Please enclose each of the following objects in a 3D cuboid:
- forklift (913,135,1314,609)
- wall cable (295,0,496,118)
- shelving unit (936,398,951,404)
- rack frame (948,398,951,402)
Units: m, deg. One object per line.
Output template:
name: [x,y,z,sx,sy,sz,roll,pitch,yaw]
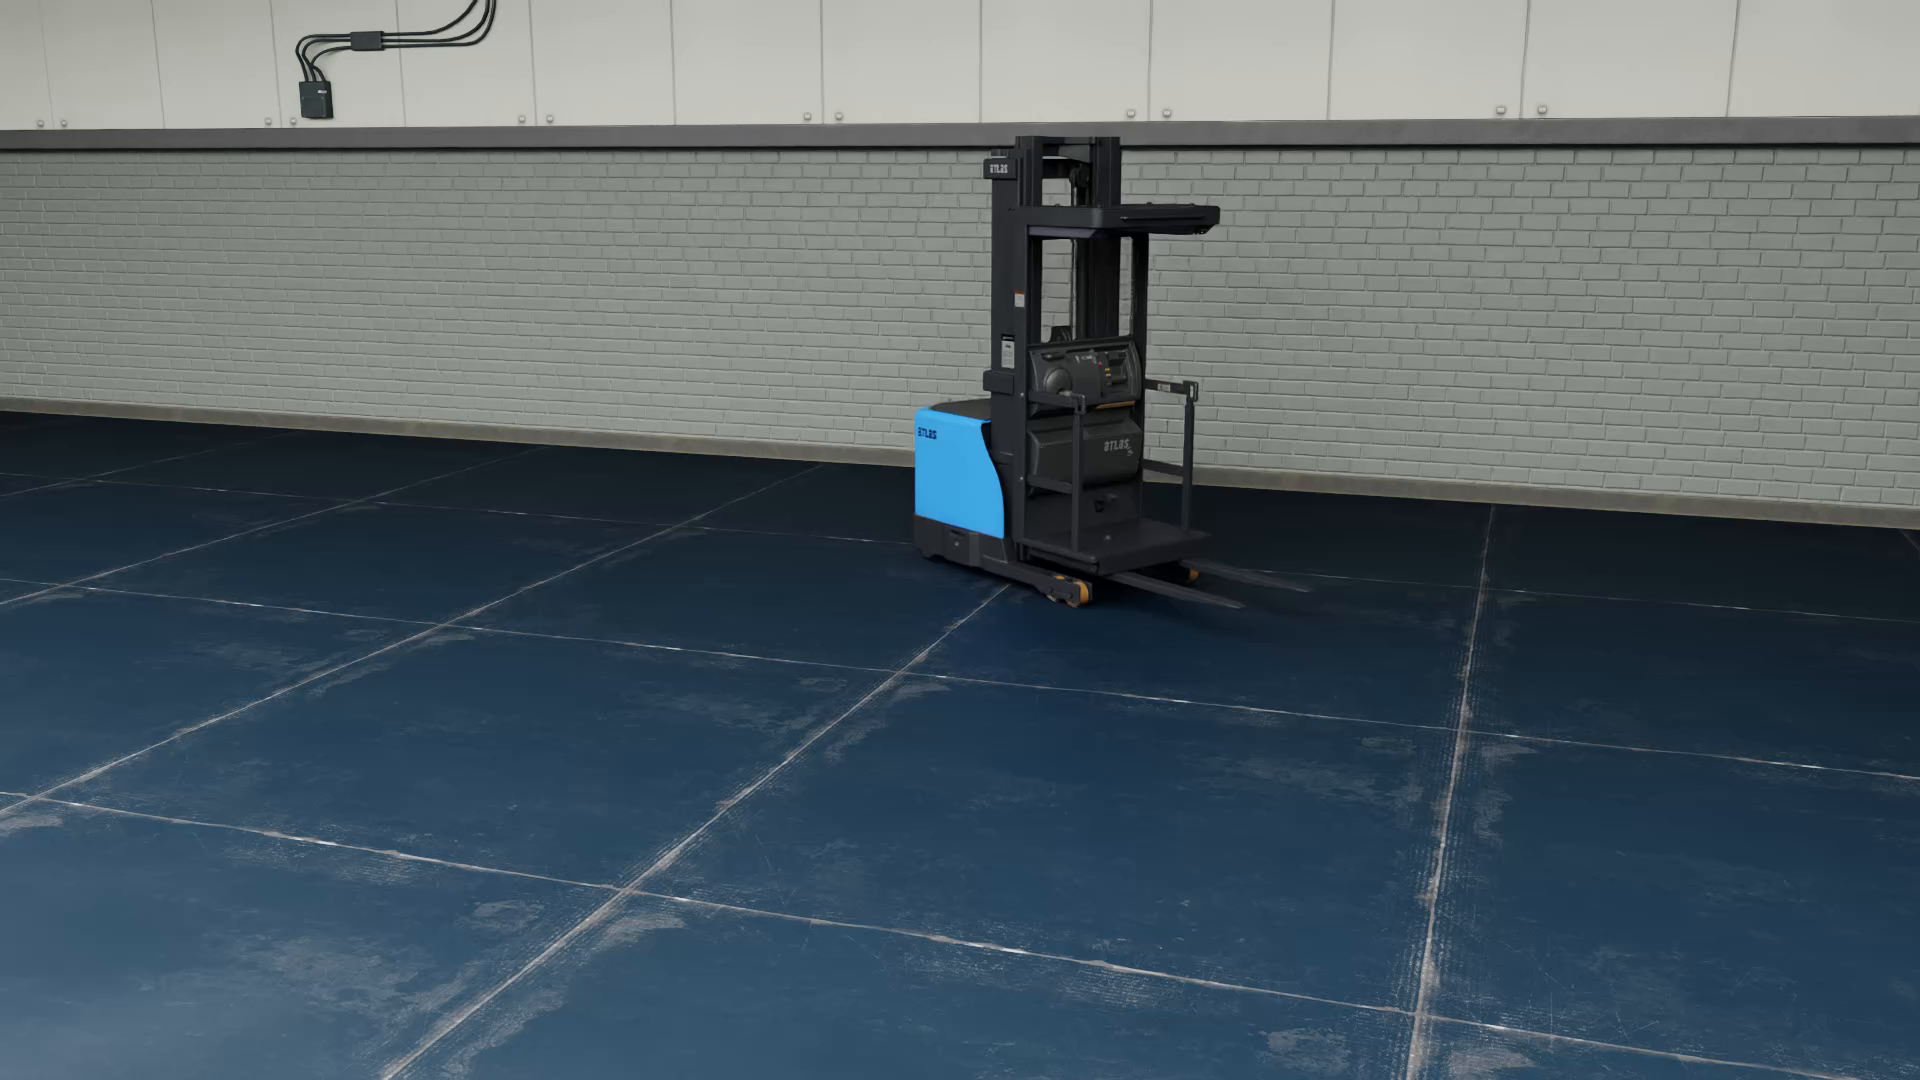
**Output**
forklift: [0.965,-1.125,10.830,1.130,2.935,3.031,-10,16,-37]
wall cable: [-5.518,-7.098,15.719,2.305,6.003,0.169,4,14,18]
shelving unit: [-0.038,-0.509,12.357,0.215,1.050,0.252,5,14,21]
rack frame: [0.006,-0.534,12.468,0.200,1.050,0.008,5,14,21]
